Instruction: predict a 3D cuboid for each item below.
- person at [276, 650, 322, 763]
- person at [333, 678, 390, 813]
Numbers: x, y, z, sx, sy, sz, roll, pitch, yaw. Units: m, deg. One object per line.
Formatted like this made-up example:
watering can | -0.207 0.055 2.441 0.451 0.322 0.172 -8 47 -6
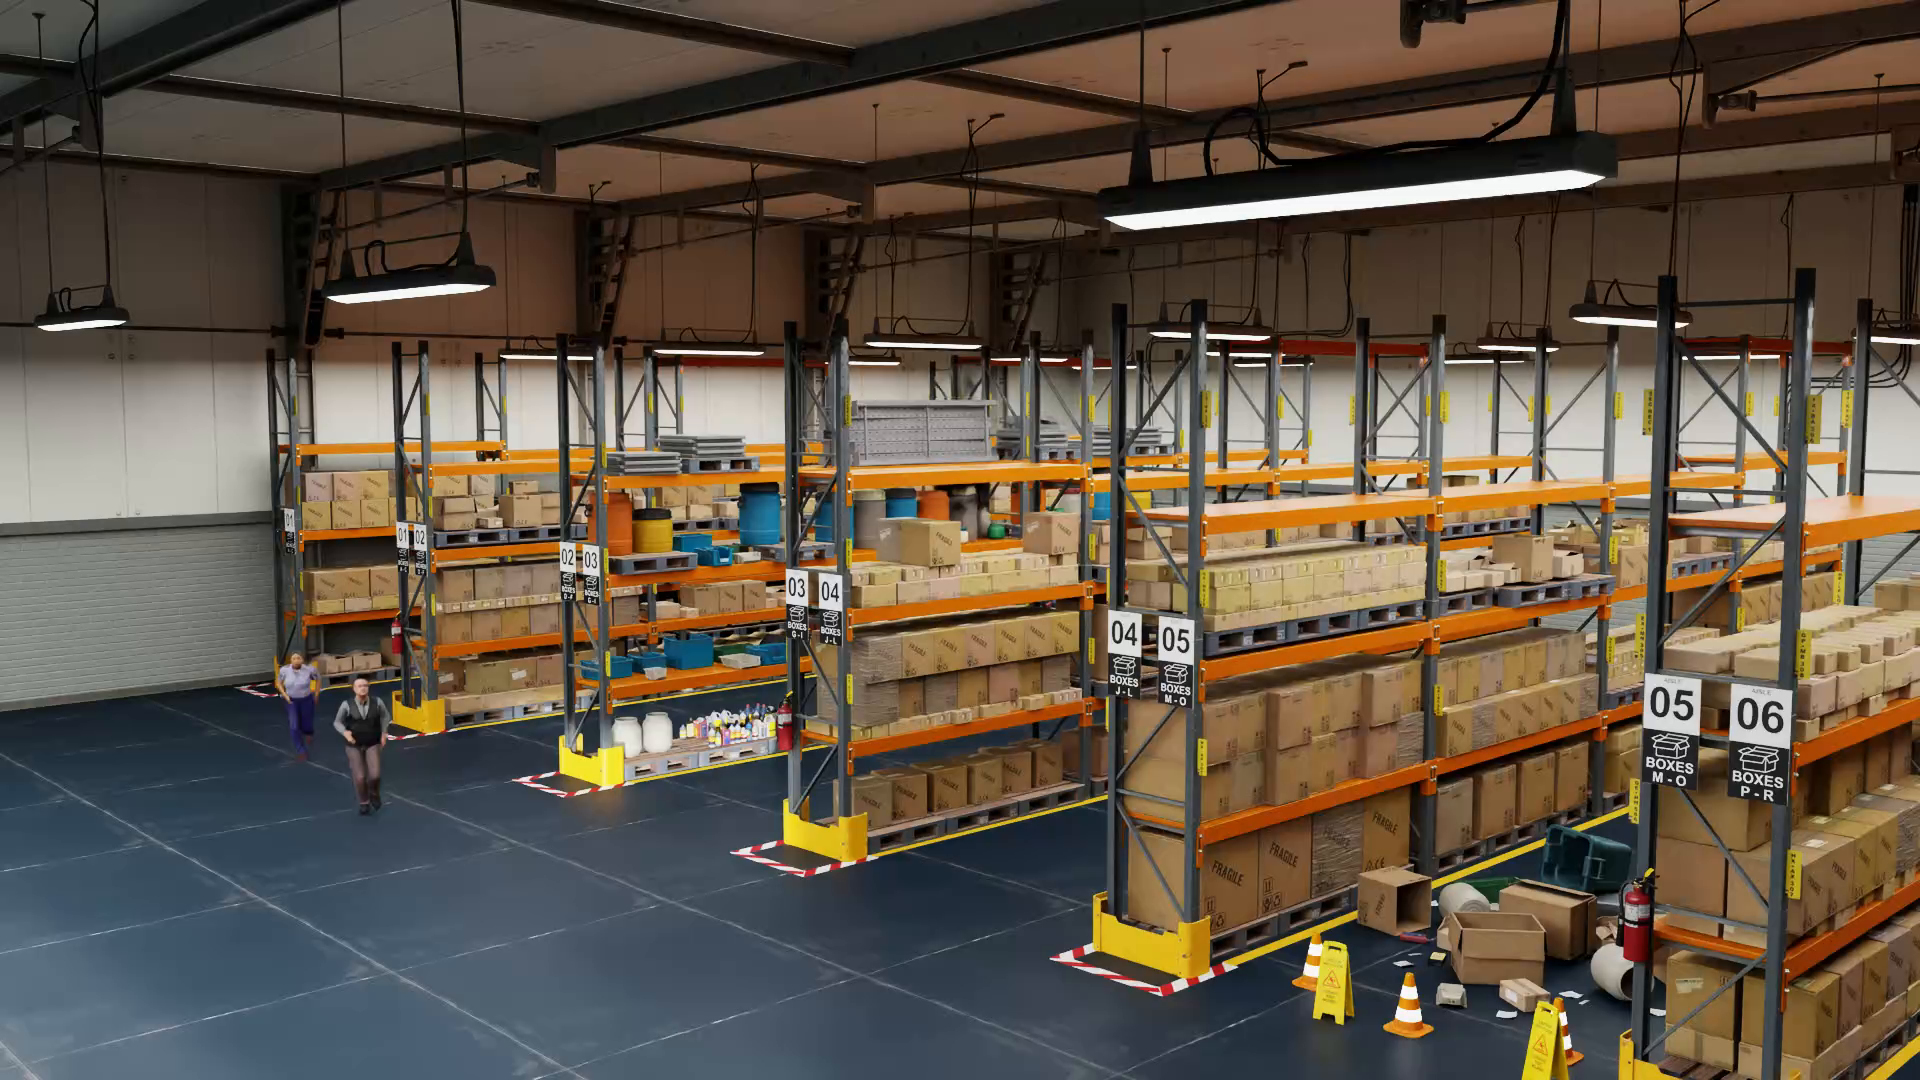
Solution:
person | -9.418 2.335 23.732 0.592 1.601 0.699 -1 5 -12
person | -7.356 2.548 20.501 0.674 1.684 0.562 -2 5 -22
